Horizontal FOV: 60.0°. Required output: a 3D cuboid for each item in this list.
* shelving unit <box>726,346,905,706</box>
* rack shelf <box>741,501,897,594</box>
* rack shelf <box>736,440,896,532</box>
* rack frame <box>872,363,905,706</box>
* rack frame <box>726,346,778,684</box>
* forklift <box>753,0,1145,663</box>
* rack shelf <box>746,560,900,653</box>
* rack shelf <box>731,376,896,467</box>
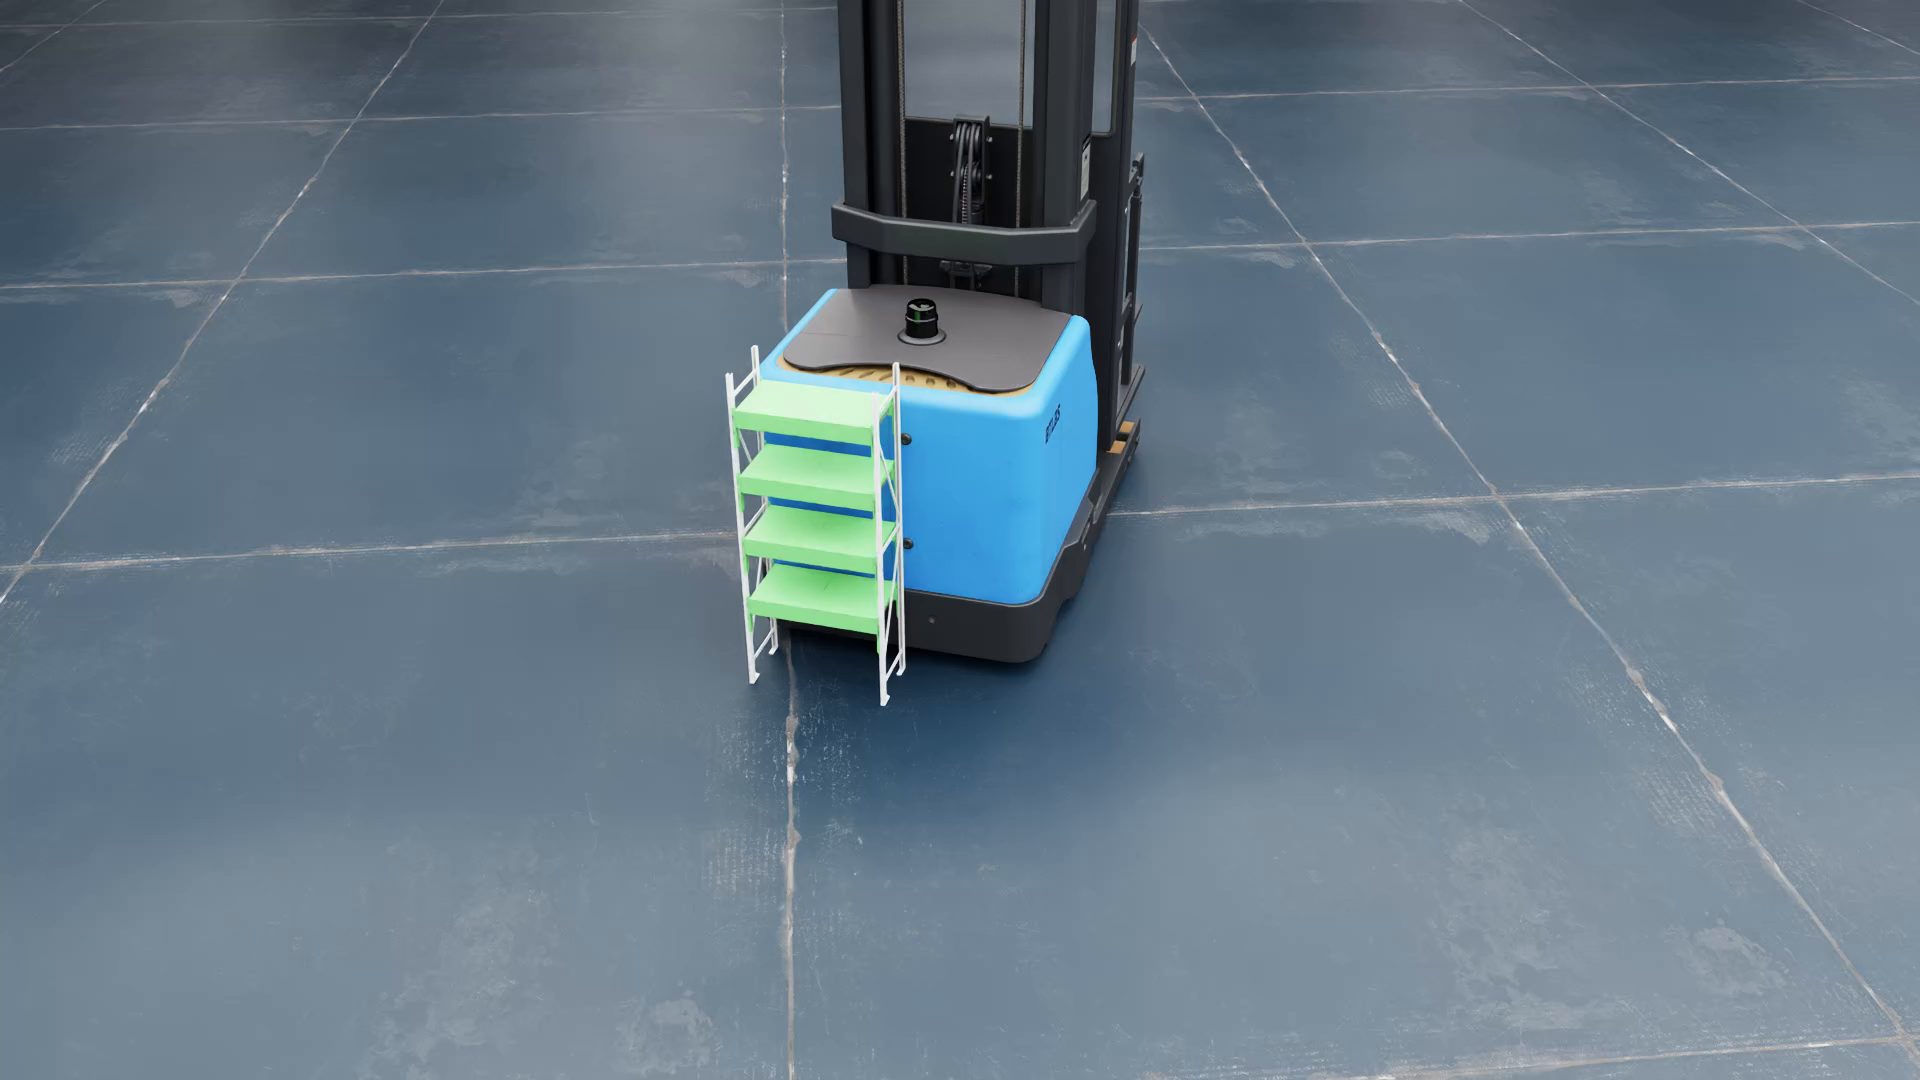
[{"bbox_3d":[-0.471,-0.032,5.633,0.503,1.200,0.258,8,32,13],"label":"shelving unit"},{"bbox_3d":[-0.471,0.023,5.666,0.480,0.148,0.258,8,32,13],"label":"rack shelf"},{"bbox_3d":[-0.471,-0.183,5.543,0.480,0.148,0.258,8,32,13],"label":"rack shelf"},{"bbox_3d":[-0.236,0.002,5.577,0.015,1.200,0.240,8,32,13],"label":"rack frame"},{"bbox_3d":[-0.706,-0.066,5.690,0.015,1.200,0.240,8,32,13],"label":"rack frame"},{"bbox_3d":[0.171,-1.568,6.517,1.130,2.935,3.031,8,32,13],"label":"forklift"},{"bbox_3d":[-0.471,0.229,5.789,0.480,0.148,0.258,8,32,13],"label":"rack shelf"},{"bbox_3d":[-0.471,-0.389,5.420,0.480,0.148,0.258,8,32,13],"label":"rack shelf"}]
